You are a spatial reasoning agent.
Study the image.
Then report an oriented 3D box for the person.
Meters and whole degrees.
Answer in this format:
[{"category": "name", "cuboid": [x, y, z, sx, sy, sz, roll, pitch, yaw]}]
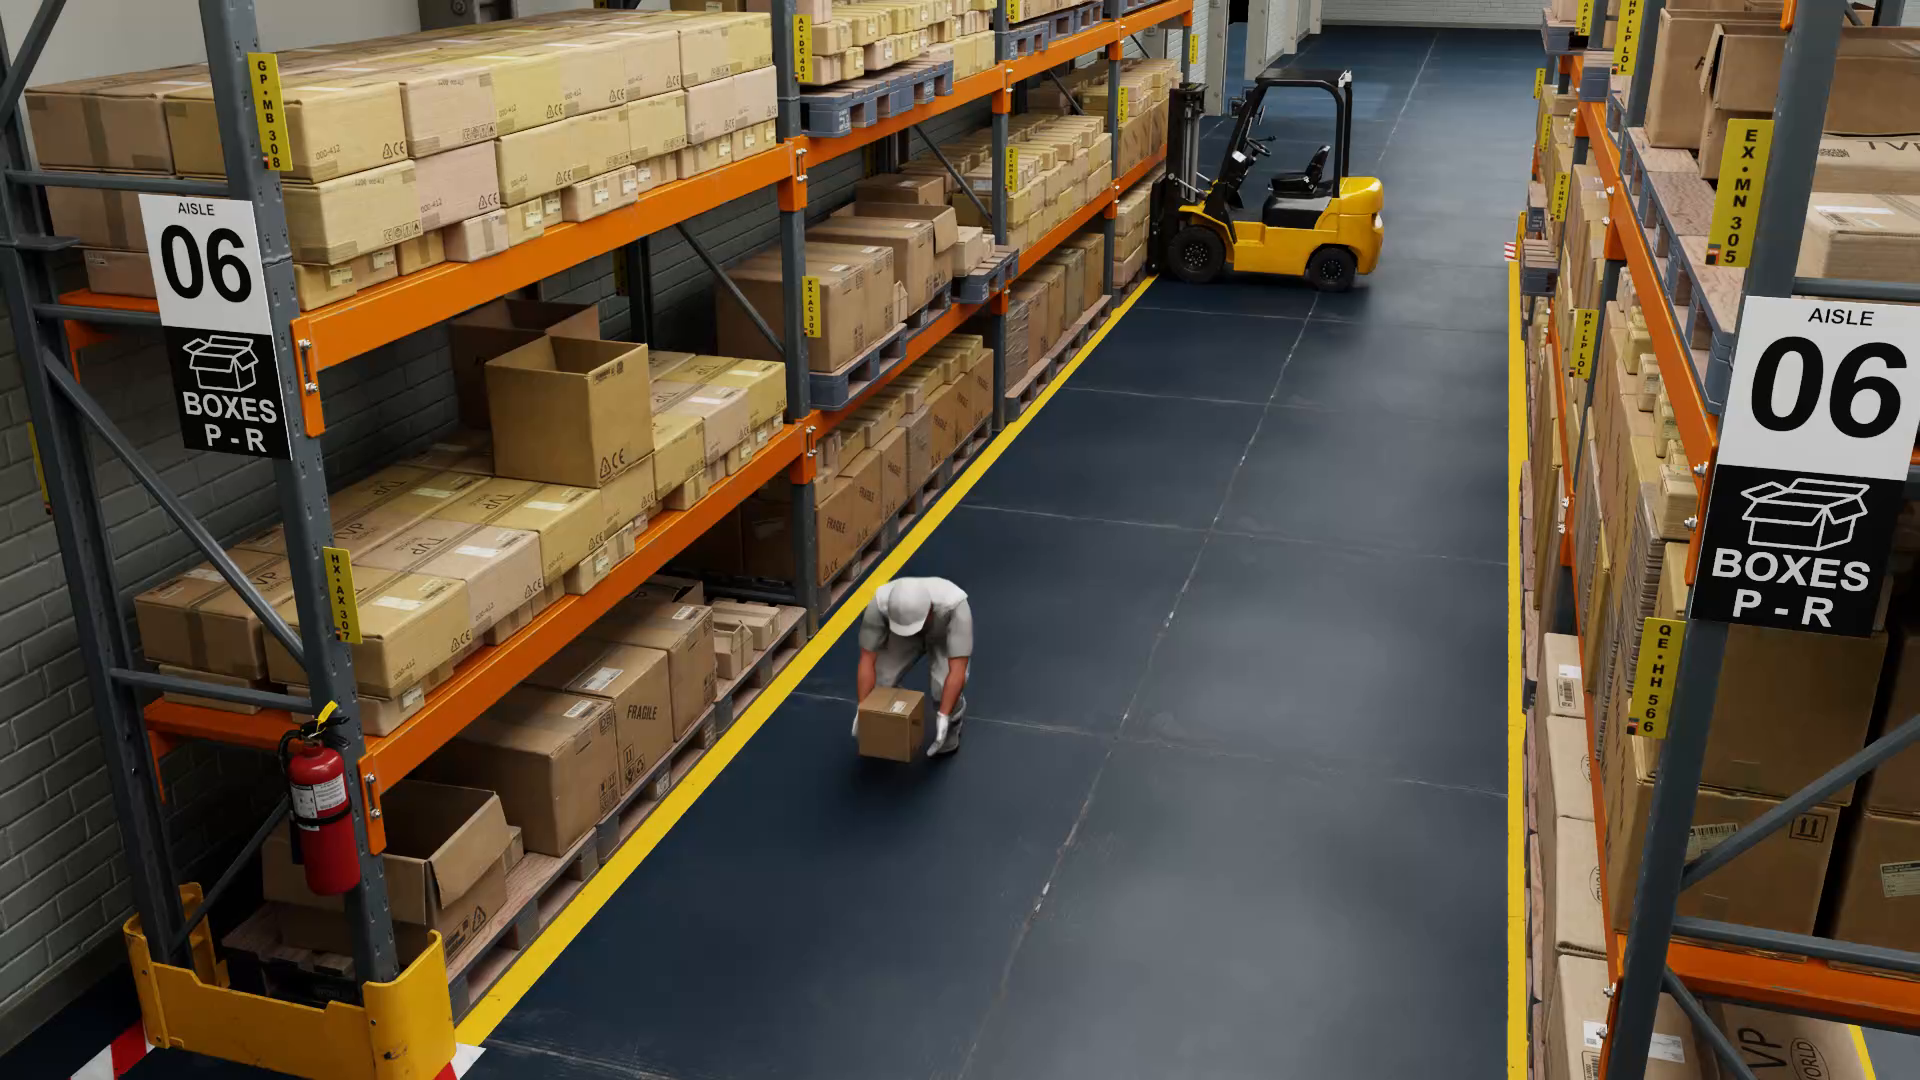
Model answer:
[{"category": "person", "cuboid": [-0.180, 0.563, 8.139, 0.575, 1.056, 0.867, 6, 23, 15]}]
